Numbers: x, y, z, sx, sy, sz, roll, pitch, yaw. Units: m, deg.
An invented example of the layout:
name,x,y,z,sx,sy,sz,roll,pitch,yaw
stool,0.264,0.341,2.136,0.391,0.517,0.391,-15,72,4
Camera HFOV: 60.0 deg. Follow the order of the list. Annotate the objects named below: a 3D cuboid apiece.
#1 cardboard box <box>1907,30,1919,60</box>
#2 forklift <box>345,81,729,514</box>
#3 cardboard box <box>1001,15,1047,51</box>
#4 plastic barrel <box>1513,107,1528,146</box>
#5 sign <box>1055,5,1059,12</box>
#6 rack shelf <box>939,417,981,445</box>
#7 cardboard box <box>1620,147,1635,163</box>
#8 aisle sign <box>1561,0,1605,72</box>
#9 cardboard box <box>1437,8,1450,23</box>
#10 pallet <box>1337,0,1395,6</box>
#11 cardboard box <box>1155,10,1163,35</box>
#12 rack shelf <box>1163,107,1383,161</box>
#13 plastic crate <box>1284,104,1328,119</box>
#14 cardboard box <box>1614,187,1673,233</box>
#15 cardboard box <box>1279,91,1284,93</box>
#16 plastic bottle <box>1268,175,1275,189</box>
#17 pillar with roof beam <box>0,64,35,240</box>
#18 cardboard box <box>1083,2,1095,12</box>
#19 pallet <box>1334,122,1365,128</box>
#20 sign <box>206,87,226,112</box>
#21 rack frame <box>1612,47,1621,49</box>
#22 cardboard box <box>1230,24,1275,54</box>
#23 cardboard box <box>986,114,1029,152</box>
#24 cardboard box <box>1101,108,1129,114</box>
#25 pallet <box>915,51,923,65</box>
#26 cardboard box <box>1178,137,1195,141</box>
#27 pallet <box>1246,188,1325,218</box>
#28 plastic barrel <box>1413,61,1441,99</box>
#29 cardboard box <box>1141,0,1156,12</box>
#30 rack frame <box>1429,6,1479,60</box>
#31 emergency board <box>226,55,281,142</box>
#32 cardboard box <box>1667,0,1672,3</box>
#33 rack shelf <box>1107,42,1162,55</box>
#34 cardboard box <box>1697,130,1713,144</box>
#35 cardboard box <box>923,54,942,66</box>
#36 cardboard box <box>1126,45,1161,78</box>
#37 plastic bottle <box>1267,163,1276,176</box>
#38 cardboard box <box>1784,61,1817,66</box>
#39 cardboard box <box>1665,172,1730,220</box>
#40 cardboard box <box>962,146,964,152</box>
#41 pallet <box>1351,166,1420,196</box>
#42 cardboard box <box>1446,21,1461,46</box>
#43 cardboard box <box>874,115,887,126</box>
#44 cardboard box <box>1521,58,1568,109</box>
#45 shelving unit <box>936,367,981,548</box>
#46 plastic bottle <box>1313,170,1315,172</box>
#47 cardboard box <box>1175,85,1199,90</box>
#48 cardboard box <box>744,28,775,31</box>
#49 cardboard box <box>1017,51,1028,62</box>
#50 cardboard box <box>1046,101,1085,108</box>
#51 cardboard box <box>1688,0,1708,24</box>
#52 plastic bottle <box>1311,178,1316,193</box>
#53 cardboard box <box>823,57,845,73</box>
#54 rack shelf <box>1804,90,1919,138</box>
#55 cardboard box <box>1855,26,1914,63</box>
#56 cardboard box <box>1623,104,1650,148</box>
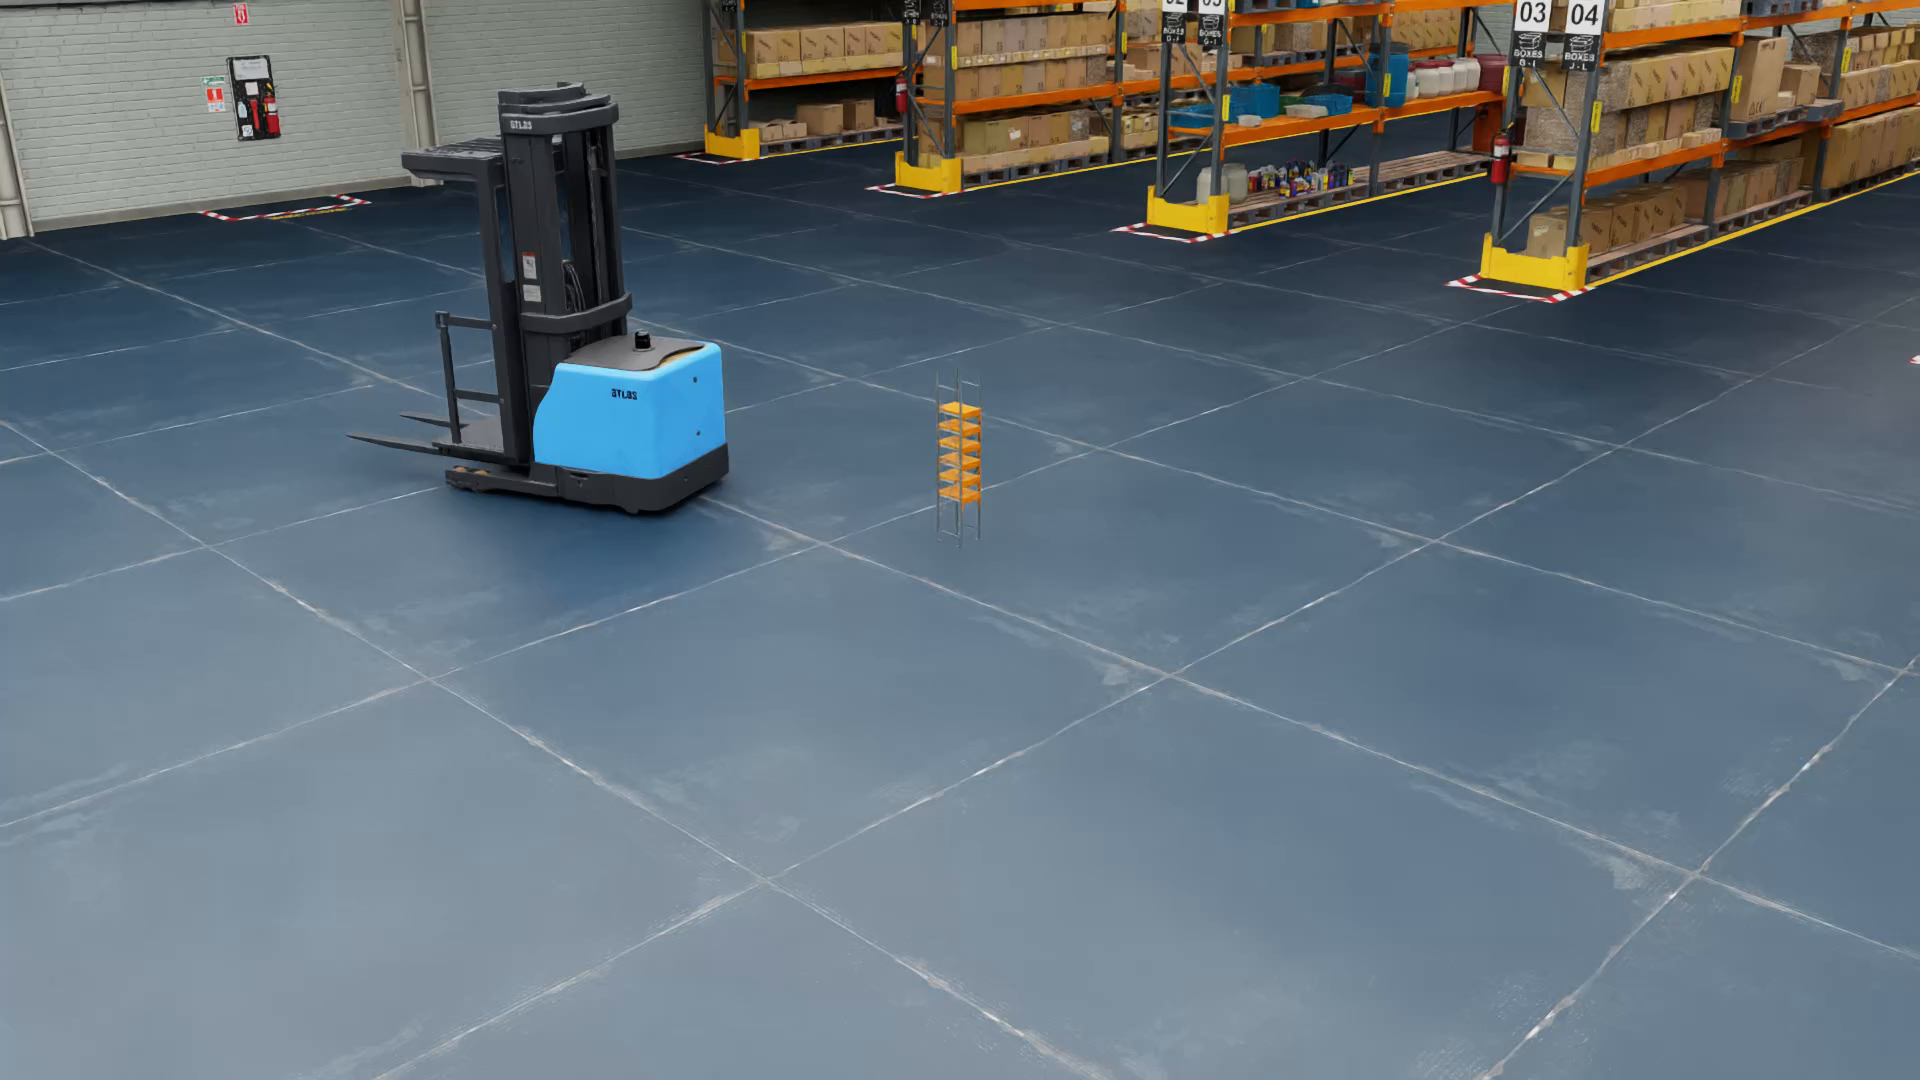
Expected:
name,x,y,z,sx,sy,sz,roll,pitch,yaw
cardboard box,15.505,-7.958,26.846,0.500,0.500,0.500,19,28,41
forklift,-3.331,-1.886,12.396,3.031,2.935,1.130,9,23,22
cardboard box,0.956,-8.053,26.398,0.700,0.500,0.500,19,28,41
plastic barrel,9.765,-7.182,28.855,0.600,0.588,0.708,19,28,41
sign,1.945,-10.541,33.314,0.100,0.325,0.005,19,28,41
rack shelf,-0.010,-0.739,11.279,0.258,0.103,0.180,19,28,41
cardboard box,7.698,-4.543,19.564,0.380,0.149,0.250,19,28,41
aisle sign,6.788,-5.517,18.125,0.394,0.787,0.004,19,28,41
cardboard box,9.859,-11.054,34.620,0.500,0.500,0.500,-19,28,-41
pallet,5.424,-7.765,23.678,1.213,0.211,1.003,19,28,41
cardboard box,4.199,-11.212,35.982,0.500,0.500,0.500,19,28,40
rack shelf,4.463,-5.813,23.520,1.077,0.370,4.000,19,28,41
plastic crate,4.906,-6.059,23.525,0.530,0.136,0.437,19,28,41
cardboard box,8.705,-4.211,21.247,0.500,0.500,0.500,-11,23,-25
cardboard box,5.947,-8.402,32.125,0.500,0.500,0.500,18,27,39
plastic bottle,4.556,-5.234,24.298,0.097,0.201,0.097,0,21,0
pillar with roof beam,-9.449,-7.149,17.631,9.100,9.000,0.400,19,28,41
cardboard box,2.426,-10.906,34.141,0.500,0.250,0.500,19,28,40
pallet,7.352,-8.440,33.239,1.003,0.211,1.213,19,28,41
sign,-10.559,-6.243,23.586,0.001,0.329,0.234,19,28,41
rack frame,11.439,-8.719,30.079,1.000,3.000,0.127,19,28,41
cardboard box,5.460,-9.365,31.033,0.700,0.500,0.500,9,23,23
cardboard box,0.741,-6.481,26.457,0.500,0.500,0.500,19,28,41
cardboard box,2.747,-7.389,29.083,0.500,0.311,0.500,-19,28,-41
pallet,-0.603,-9.213,31.631,1.003,0.211,1.213,19,28,41
cardboard box,3.843,-7.253,29.512,0.500,0.250,0.500,-20,28,-41
pallet,4.508,-4.884,23.987,1.003,0.211,1.213,19,28,41
plastic barrel,7.194,-7.106,25.692,0.433,0.535,0.433,0,21,0
cardboard box,3.834,-11.431,35.506,0.500,0.250,0.500,-19,28,-41
rack frame,10.683,-10.988,35.982,1.000,3.000,0.127,19,28,41
emergency board,-10.099,-6.343,23.895,0.194,1.169,0.643,19,28,41
cardboard box,8.046,-6.326,19.324,0.380,0.149,0.250,19,28,40
rack shelf,2.945,-10.349,35.321,1.077,0.370,4.000,19,28,41
cardboard box,9.286,-5.115,21.052,0.380,0.149,0.250,19,28,41
cardboard box,-0.349,-7.371,25.527,0.380,0.149,0.250,19,28,40
cardboard box,3.226,-8.279,28.794,0.500,0.500,0.500,-18,27,-38
plastic bottle,4.569,-5.370,24.445,0.144,0.351,0.185,19,28,40
cardboard box,11.849,-6.545,23.698,0.500,0.500,0.500,15,26,34
cardboard box,9.850,-4.614,22.270,0.700,0.500,0.500,17,27,37
cardboard box,0.024,-6.131,26.593,0.500,0.250,0.500,19,28,41
pallet,6.378,-5.573,25.779,1.003,0.211,1.213,19,28,41
cardboard box,10.206,-10.717,35.138,0.500,0.500,0.500,20,28,41
cardboard box,-1.592,-7.880,31.232,0.380,0.166,0.250,15,26,34
cardboard box,6.823,-5.250,19.106,0.500,0.500,0.500,19,28,41
shelving unit,-0.010,-0.556,11.350,0.258,1.200,0.189,19,28,41
plastic bottle,5.164,-5.249,24.224,0.061,0.283,0.133,19,28,41
cardboard box,4.935,-10.395,37.336,0.700,0.500,0.500,20,29,41
cardboard box,-3.496,-8.705,29.177,0.500,0.500,0.500,-20,29,-41
cardboard box,0.846,-7.603,26.132,0.380,0.149,0.250,19,28,40
cardboard box,1.764,-7.125,28.134,0.500,0.500,0.500,19,28,41
cardboard box,8.552,-6.307,19.831,0.500,0.250,0.500,19,28,40
plastic bottle,5.077,-5.114,23.986,0.097,0.201,0.097,0,21,0
cardboard box,-2.397,-8.495,29.677,0.500,0.250,0.500,20,28,41
rack shelf,13.592,-6.630,25.645,1.077,0.370,4.000,19,28,41
cardboard box,14.548,-7.828,26.223,0.797,0.503,0.637,18,28,39
cardboard box,7.662,-4.991,19.826,0.875,0.500,0.500,19,28,41
